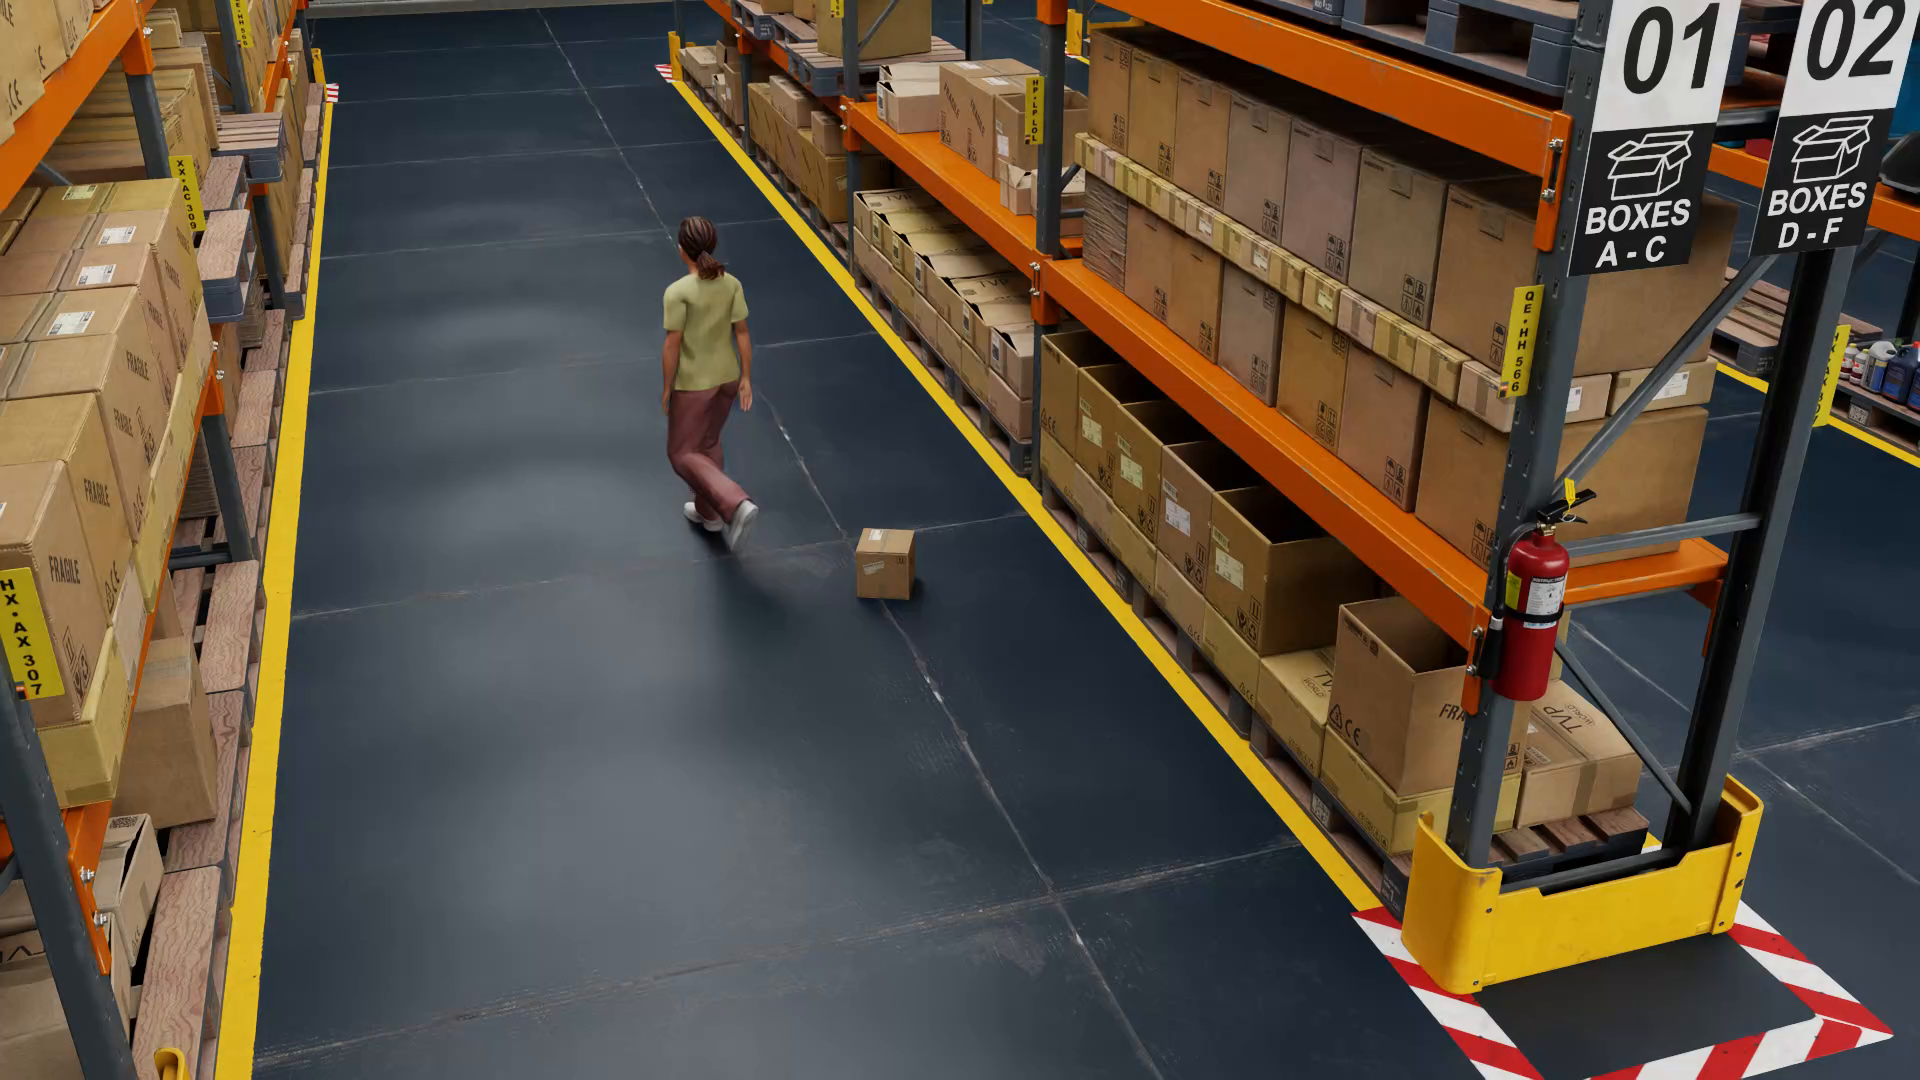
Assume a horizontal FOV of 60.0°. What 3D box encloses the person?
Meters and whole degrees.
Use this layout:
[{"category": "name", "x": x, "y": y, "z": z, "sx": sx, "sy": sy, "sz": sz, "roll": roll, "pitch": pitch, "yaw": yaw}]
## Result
[{"category": "person", "x": -1.206, "y": -0.747, "z": 8.079, "sx": 0.749, "sy": 1.646, "sz": 0.451, "roll": 24, "pitch": 35, "yaw": 39}]
